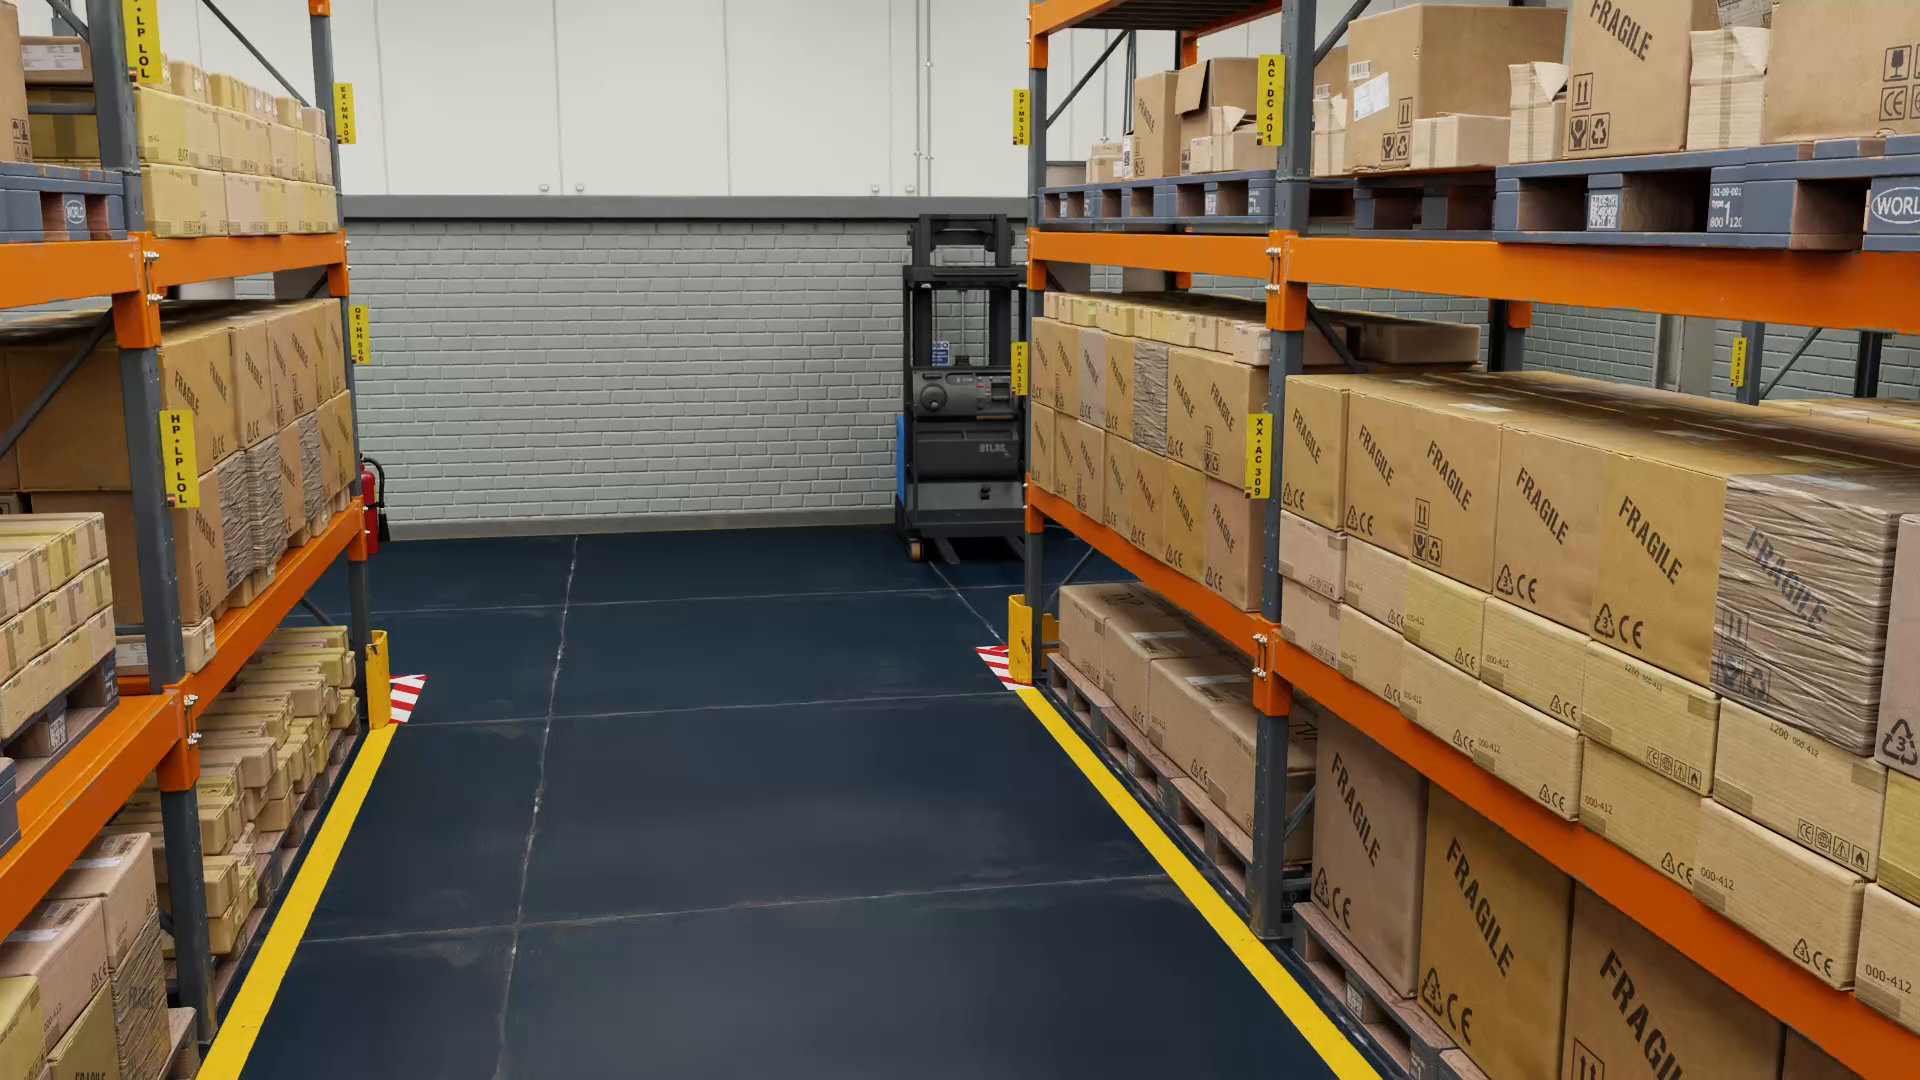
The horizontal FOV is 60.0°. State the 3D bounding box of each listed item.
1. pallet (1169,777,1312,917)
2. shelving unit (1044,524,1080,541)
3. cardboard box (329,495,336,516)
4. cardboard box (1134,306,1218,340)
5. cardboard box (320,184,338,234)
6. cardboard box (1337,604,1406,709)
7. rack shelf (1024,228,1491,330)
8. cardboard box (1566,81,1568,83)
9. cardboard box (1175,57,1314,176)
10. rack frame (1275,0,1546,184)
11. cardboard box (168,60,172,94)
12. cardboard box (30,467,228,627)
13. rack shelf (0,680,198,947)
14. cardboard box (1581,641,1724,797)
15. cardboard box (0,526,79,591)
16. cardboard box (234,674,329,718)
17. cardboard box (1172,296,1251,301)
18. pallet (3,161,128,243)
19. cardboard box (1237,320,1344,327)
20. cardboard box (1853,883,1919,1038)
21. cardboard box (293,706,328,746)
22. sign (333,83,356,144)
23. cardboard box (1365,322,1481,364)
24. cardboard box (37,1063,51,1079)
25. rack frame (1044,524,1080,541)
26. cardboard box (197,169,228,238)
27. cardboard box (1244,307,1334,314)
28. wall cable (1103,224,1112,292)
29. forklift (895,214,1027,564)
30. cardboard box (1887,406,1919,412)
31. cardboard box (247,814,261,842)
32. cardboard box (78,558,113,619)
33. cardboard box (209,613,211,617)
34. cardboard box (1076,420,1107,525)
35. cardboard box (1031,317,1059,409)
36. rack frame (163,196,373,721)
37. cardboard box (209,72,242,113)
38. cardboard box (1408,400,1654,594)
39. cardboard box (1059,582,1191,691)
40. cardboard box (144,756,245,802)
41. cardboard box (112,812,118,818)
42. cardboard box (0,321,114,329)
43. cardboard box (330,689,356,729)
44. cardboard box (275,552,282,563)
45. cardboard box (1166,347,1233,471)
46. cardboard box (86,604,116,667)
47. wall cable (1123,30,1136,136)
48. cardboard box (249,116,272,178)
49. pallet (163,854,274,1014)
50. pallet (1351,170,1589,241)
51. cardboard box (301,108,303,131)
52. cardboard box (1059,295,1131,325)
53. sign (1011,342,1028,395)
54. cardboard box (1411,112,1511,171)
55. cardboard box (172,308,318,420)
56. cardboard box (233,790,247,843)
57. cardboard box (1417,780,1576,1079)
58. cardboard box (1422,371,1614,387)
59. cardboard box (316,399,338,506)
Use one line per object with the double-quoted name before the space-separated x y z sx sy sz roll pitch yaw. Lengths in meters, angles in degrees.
"pallet" 1.620 1.350 7.594 1.003 0.211 1.213 -2 11 -11
"shelving unit" 1.162 -0.839 15.648 0.538 1.500 1.048 7 13 33
"cardboard box" -3.571 -0.193 8.914 0.380 0.149 0.250 -2 11 -11
"cardboard box" 1.070 -1.063 8.136 0.380 0.149 0.250 -2 11 -11
"cardboard box" -3.575 -1.739 8.743 0.500 0.250 0.500 -2 11 -12
"cardboard box" 1.620 0.381 5.627 0.500 0.250 0.500 -2 11 -12
"rack shelf" 1.302 -1.365 8.300 1.077 0.370 4.000 -2 11 -11
"cardboard box" 2.068 -1.360 5.465 0.500 0.311 0.500 -2 11 -11
"cardboard box" 1.397 -1.904 7.541 0.797 0.503 0.637 -1 11 -7
"rack frame" 1.691 -2.825 6.025 1.000 3.000 0.127 -2 11 -11
"cardboard box" -3.089 -1.678 6.018 0.380 0.149 0.250 -2 11 -12
"cardboard box" -2.994 0.025 6.031 0.500 0.500 0.500 -2 11 -12
"rack shelf" -2.756 1.041 3.683 1.077 0.370 4.000 -2 11 -11
"cardboard box" 1.902 0.417 4.100 0.500 0.250 0.500 -2 11 -12
"cardboard box" -2.822 0.061 4.863 0.380 0.149 0.250 -2 11 -13
"cardboard box" -3.309 0.765 8.119 0.380 0.149 0.250 -2 11 -9
"cardboard box" 1.393 -1.274 9.246 0.380 0.149 0.250 -2 11 -10
"pallet" -3.129 -0.944 4.665 1.213 0.211 1.003 -2 11 -11
"cardboard box" 1.374 -0.834 6.933 0.380 0.149 0.250 -2 11 -10
"cardboard box" 2.116 0.846 3.183 0.500 0.250 0.500 -3 11 -13
"cardboard box" -3.324 0.911 8.146 0.380 0.149 0.250 -2 11 -10
"sign" -3.375 -2.338 9.121 0.100 0.325 0.005 -2 11 -11
"cardboard box" 1.884 -0.804 6.776 0.380 0.149 0.250 -2 11 -12
"cardboard box" -2.559 1.657 4.083 0.500 0.500 0.500 -2 11 -12
"rack frame" 0.884 -0.760 15.230 0.500 1.500 0.032 7 13 33
"cardboard box" -3.083 -1.265 6.254 0.500 0.250 0.500 -2 11 -12
"cardboard box" 1.586 -1.037 7.997 0.380 0.149 0.250 -2 11 -11
"wall cable" 1.182 -2.198 16.057 0.588 1.984 0.122 -2 11 -11
"forklift" 0.076 -1.324 14.365 1.130 2.935 3.031 -1 11 -7
"cardboard box" 6.230 -0.696 10.489 0.500 0.250 0.500 -2 11 -11
"cardboard box" -3.237 1.251 7.156 0.380 0.149 0.250 -3 11 -13
"cardboard box" -2.874 0.157 5.154 0.380 0.149 0.250 -2 11 -9
"cardboard box" -3.106 0.289 6.383 0.380 0.149 0.250 -3 11 -14
"cardboard box" 0.932 -0.376 8.938 0.500 0.500 0.500 -2 11 -11
"cardboard box" 0.727 -1.053 9.821 0.500 0.500 0.500 -2 11 -12
"rack frame" -3.923 -0.413 9.397 1.000 3.000 0.127 -2 11 -11
"cardboard box" -3.173 -1.826 6.795 0.380 0.149 0.250 -2 11 -8
"cardboard box" 1.716 -0.143 5.035 0.500 0.500 0.500 -2 11 -12
"cardboard box" 1.139 0.558 10.024 0.875 0.438 0.875 -3 11 -13
"cardboard box" -3.175 1.008 6.844 0.380 0.149 0.250 -2 11 -12
"cardboard box" -3.588 1.026 6.750 0.380 0.149 0.250 -2 11 -9
"cardboard box" -3.693 -0.631 6.806 0.500 0.500 0.500 -2 11 -10
"cardboard box" -3.467 0.914 8.929 0.380 0.149 0.250 -2 11 -9
"cardboard box" -3.351 0.048 7.650 0.380 0.149 0.250 -2 11 -10
"cardboard box" 1.237 -0.588 7.376 0.500 0.500 0.500 -2 11 -12
"cardboard box" -2.874 0.303 5.182 0.380 0.149 0.250 -2 11 -12
"wall cable" 3.008 -4.731 15.940 2.988 3.039 0.133 -2 11 -11
"cardboard box" -3.299 -1.702 7.214 0.500 0.250 0.500 -3 11 -13
"pallet" -3.310 1.569 6.444 1.003 0.211 1.213 -2 11 -11
"pallet" 1.918 -1.091 5.449 0.805 0.209 1.217 -3 11 -13
"cardboard box" -3.597 -2.156 8.530 0.380 0.149 0.250 -2 11 -10
"cardboard box" 0.769 -1.298 9.371 0.380 0.149 0.250 -2 11 -9
"sign" 0.367 -1.057 10.252 0.100 0.325 0.005 -2 11 -11
"cardboard box" 1.594 -1.198 5.002 0.380 0.166 0.250 -3 11 -15
"cardboard box" -3.381 -0.837 7.886 0.500 0.500 0.500 -2 11 -8
"cardboard box" -3.171 1.154 6.868 0.380 0.149 0.250 -3 11 -14
"cardboard box" 2.073 1.236 5.294 0.875 0.875 0.875 -2 11 -9
"cardboard box" 2.024 -0.345 6.101 0.500 0.500 0.500 -2 11 -9
"cardboard box" -3.488 -0.440 8.479 0.500 0.500 0.500 -2 11 -12
